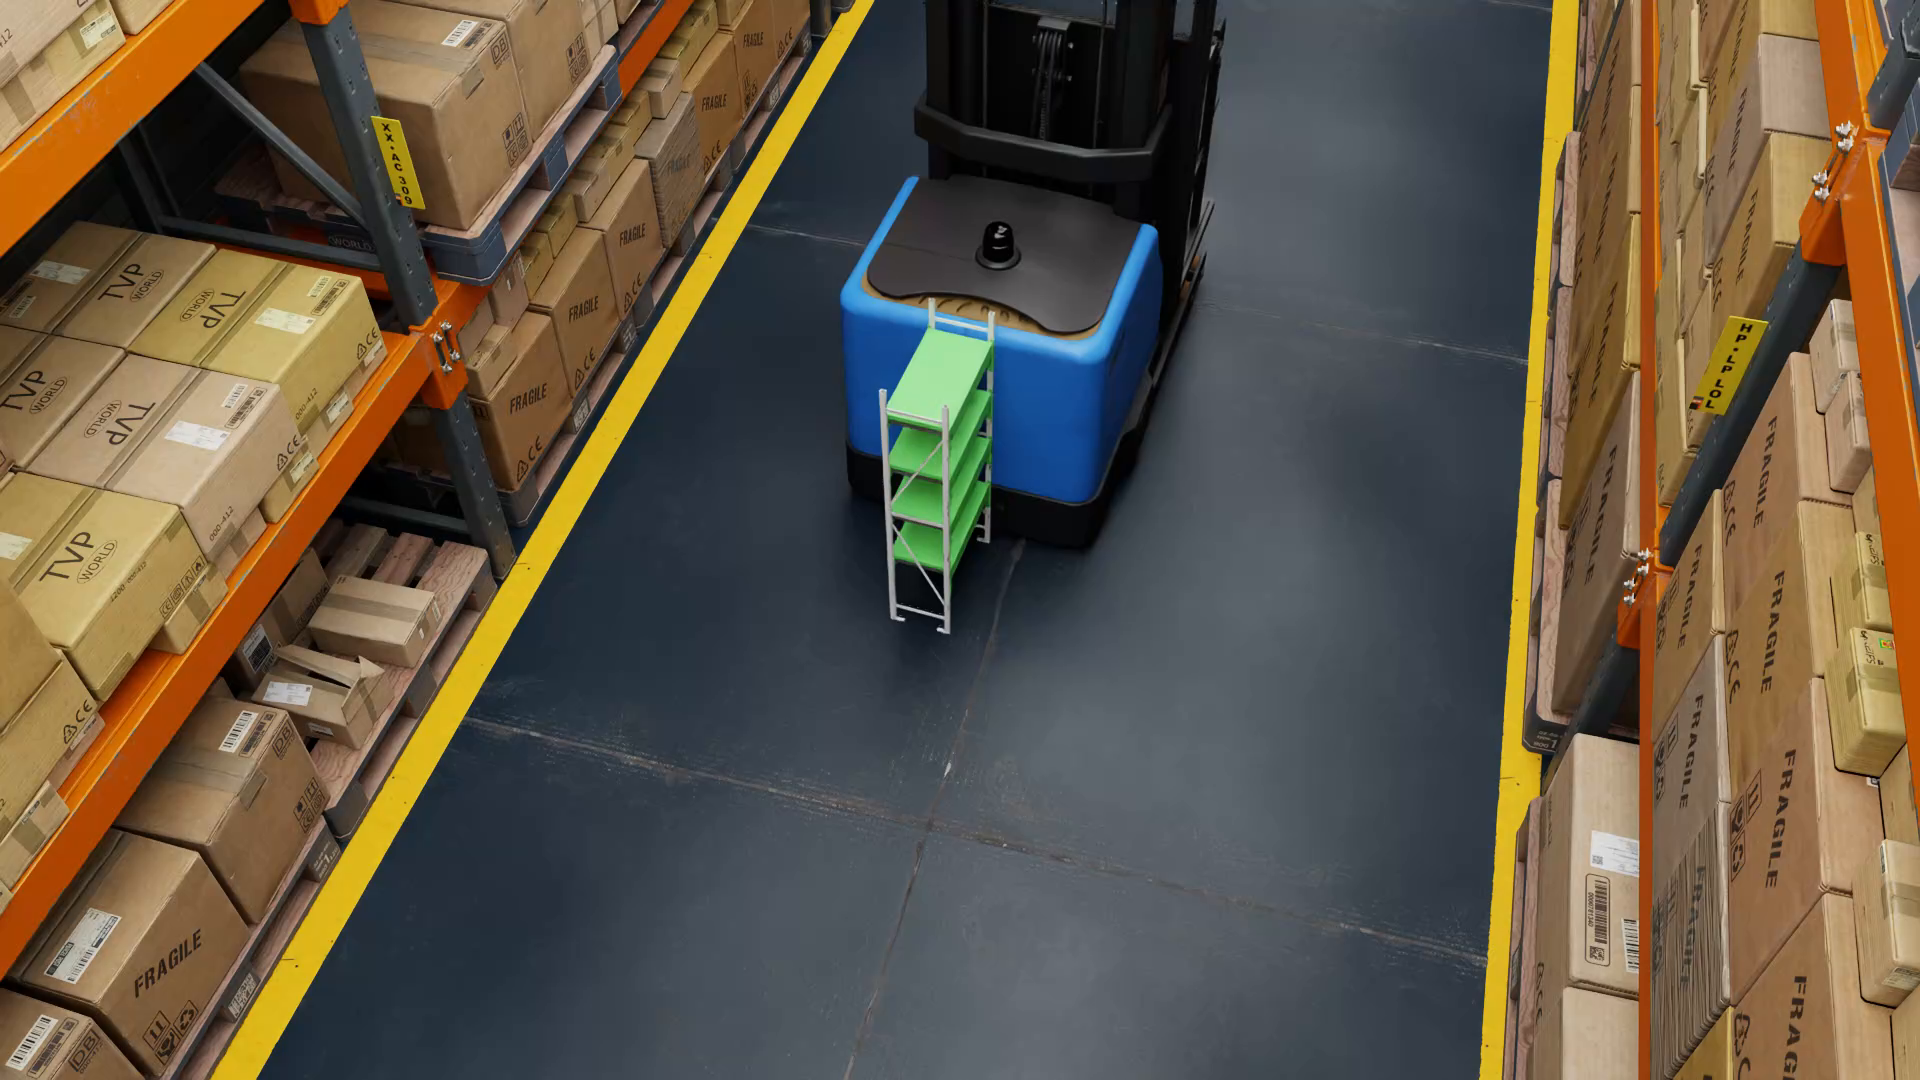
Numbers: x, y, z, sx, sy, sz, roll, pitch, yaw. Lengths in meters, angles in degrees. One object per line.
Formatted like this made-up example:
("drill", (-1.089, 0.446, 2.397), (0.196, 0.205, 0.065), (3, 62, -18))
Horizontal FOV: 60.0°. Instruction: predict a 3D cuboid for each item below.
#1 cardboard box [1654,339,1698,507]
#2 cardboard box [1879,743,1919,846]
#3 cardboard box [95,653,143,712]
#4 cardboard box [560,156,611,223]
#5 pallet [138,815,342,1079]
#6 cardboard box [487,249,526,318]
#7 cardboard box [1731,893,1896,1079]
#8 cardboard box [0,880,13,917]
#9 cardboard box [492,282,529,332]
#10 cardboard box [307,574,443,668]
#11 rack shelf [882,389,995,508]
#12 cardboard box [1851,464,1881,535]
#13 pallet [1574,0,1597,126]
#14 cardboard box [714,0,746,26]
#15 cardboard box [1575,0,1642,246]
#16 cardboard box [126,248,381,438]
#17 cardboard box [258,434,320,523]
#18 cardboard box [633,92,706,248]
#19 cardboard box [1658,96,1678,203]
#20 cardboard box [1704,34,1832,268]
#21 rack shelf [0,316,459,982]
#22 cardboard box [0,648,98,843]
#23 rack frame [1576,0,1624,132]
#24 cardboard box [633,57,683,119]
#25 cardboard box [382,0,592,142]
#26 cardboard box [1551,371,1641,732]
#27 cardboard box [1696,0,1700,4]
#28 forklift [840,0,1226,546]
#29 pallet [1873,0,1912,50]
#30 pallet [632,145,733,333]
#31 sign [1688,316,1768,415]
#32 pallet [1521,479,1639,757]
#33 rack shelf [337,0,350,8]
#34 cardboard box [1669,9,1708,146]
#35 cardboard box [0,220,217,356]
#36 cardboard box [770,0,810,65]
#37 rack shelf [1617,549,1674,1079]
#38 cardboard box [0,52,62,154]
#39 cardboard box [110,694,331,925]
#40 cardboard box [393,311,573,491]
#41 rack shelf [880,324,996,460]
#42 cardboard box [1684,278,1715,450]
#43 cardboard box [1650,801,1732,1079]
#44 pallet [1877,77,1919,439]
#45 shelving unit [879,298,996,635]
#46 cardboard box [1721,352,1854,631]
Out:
("cardboard box", (2.410, -0.320, 5.051), (0.500, 0.250, 0.500), (10, 49, 9))
("cardboard box", (1.914, 0.537, 3.028), (0.380, 0.149, 0.250), (11, 50, 10))
("cardboard box", (-2.498, 0.316, 4.557), (0.380, 0.149, 0.250), (12, 50, 11))
("cardboard box", (-1.687, -1.484, 6.932), (0.380, 0.149, 0.250), (11, 50, 10))
("pallet", (-2.755, 1.332, 5.352), (1.003, 0.211, 1.213), (12, 50, 10))
("cardboard box", (-1.881, -1.002, 6.308), (0.380, 0.149, 0.250), (9, 49, 8))
("cardboard box", (1.757, 1.034, 3.022), (0.500, 0.500, 0.500), (11, 50, 10))
("cardboard box", (-2.569, 0.898, 4.043), (0.380, 0.149, 0.250), (10, 49, 9))
("cardboard box", (-1.905, -0.921, 6.436), (0.380, 0.149, 0.250), (10, 49, 9))
("cardboard box", (-2.118, 0.293, 6.031), (0.380, 0.149, 0.250), (10, 49, 9))
("rack shelf", (-0.073, -0.359, 5.951), (0.258, 0.148, 0.480), (14, 50, 12))
("cardboard box", (2.123, -0.015, 3.515), (0.380, 0.149, 0.250), (11, 49, 10))
("pallet", (3.795, -2.531, 8.762), (1.003, 0.211, 1.213), (12, 50, 10))
("cardboard box", (-1.241, -2.600, 7.917), (0.380, 0.149, 0.250), (10, 49, 9))
("cardboard box", (3.326, -1.841, 7.430), (0.875, 0.875, 0.875), (11, 50, 10))
("cardboard box", (-2.153, -0.605, 5.103), (0.500, 0.250, 0.500), (13, 50, 11))
("cardboard box", (-2.187, -0.223, 5.033), (0.380, 0.149, 0.250), (13, 50, 11))
("cardboard box", (-1.501, -1.711, 7.565), (0.500, 0.500, 0.500), (10, 49, 9))
("cardboard box", (2.828, -1.424, 6.025), (0.500, 0.250, 0.500), (12, 50, 10))
("cardboard box", (2.540, -1.108, 4.912), (0.500, 0.500, 0.500), (12, 50, 11))
("rack shelf", (-2.781, 0.712, 4.519), (1.077, 0.370, 4.000), (12, 50, 10))
("cardboard box", (-2.551, 0.491, 4.136), (0.500, 0.250, 0.500), (10, 49, 9))
("rack frame", (3.588, -2.889, 7.218), (1.000, 3.000, 0.127), (12, 50, 10))
("cardboard box", (-1.463, -2.031, 7.415), (0.380, 0.149, 0.250), (9, 49, 8))
("cardboard box", (-1.775, -1.825, 5.932), (0.700, 0.500, 0.500), (12, 50, 10))
("cardboard box", (2.621, 0.104, 5.713), (0.875, 0.875, 0.875), (13, 50, 11))
("cardboard box", (2.950, -2.212, 5.887), (0.500, 0.500, 0.500), (13, 50, 11))
("forklift", (0.495, -2.076, 6.546), (1.130, 2.935, 3.031), (14, 50, 12))
("pallet", (2.729, -1.598, 4.205), (0.805, 0.209, 1.217), (10, 49, 9))
("pallet", (-1.757, -1.531, 7.879), (1.003, 0.211, 1.213), (12, 50, 10))
("sign", (2.009, -0.452, 4.348), (0.100, 0.325, 0.005), (12, 50, 10))
("pallet", (2.666, 0.354, 6.215), (1.003, 0.211, 1.213), (12, 50, 10))
("rack shelf", (-1.728, -3.173, 5.948), (1.077, 0.370, 4.000), (12, 50, 10))
("cardboard box", (2.790, -1.591, 5.839), (0.500, 0.250, 0.500), (12, 50, 11))
("cardboard box", (-2.645, -0.716, 5.202), (0.500, 0.250, 0.500), (11, 50, 10))
("cardboard box", (-1.105, -2.829, 8.552), (0.500, 0.500, 0.500), (13, 50, 11))
("rack shelf", (2.009, 1.689, 3.657), (1.077, 0.370, 4.000), (12, 50, 10))
("cardboard box", (-2.279, -1.018, 3.733), (0.380, 0.149, 0.250), (11, 50, 10))
("cardboard box", (-2.519, 0.824, 5.328), (0.700, 0.500, 0.500), (10, 49, 9))
("cardboard box", (-1.910, -0.590, 6.576), (0.500, 0.500, 0.500), (14, 50, 12))
("rack shelf", (-0.073, -0.518, 5.771), (0.258, 0.148, 0.480), (14, 50, 12))
("cardboard box", (2.417, -0.478, 4.857), (0.500, 0.250, 0.500), (12, 50, 10))
("cardboard box", (1.886, 0.981, 3.736), (0.500, 0.500, 0.500), (12, 50, 10))
("pallet", (2.310, -0.369, 3.052), (1.003, 0.211, 1.213), (12, 50, 10))
("shelving unit", (-0.073, -0.243, 6.083), (0.258, 1.200, 0.503), (14, 50, 12))
("cardboard box", (2.176, -0.063, 3.990), (0.500, 0.500, 0.500), (12, 50, 10))
